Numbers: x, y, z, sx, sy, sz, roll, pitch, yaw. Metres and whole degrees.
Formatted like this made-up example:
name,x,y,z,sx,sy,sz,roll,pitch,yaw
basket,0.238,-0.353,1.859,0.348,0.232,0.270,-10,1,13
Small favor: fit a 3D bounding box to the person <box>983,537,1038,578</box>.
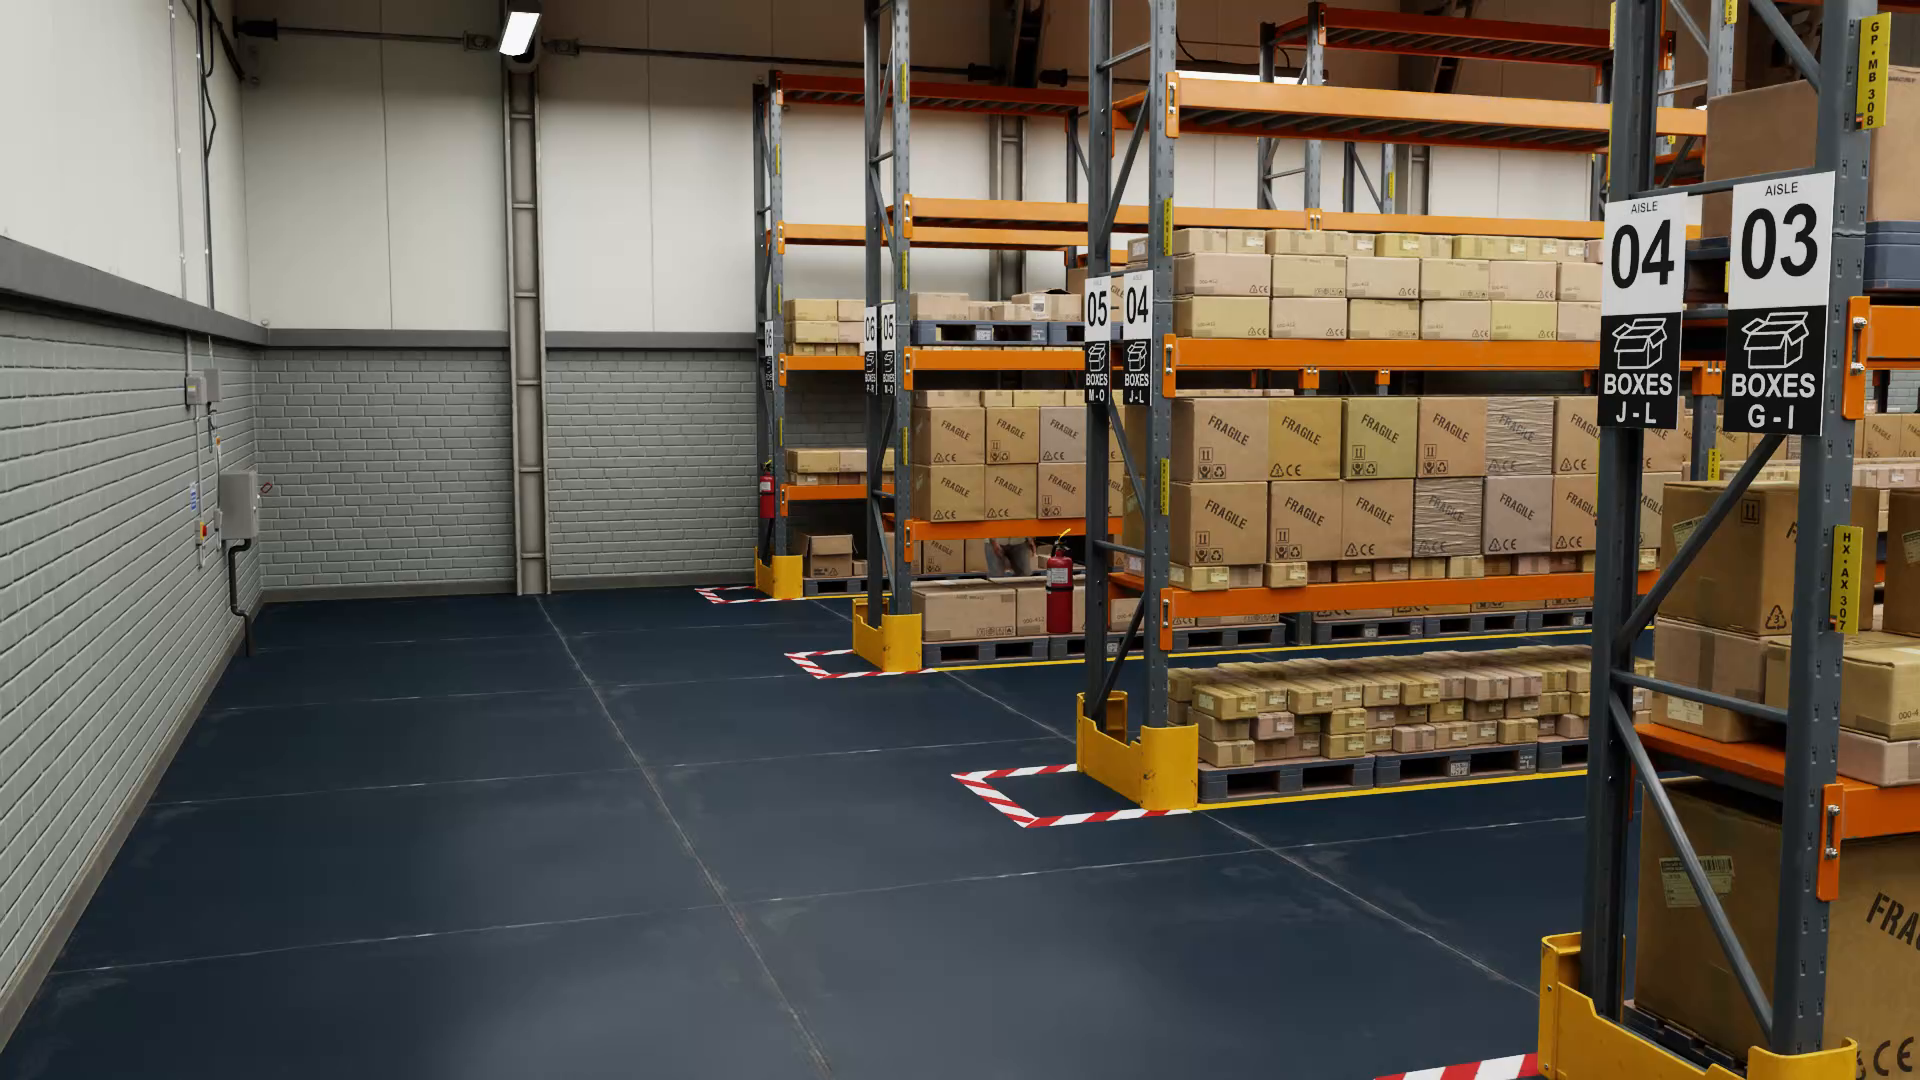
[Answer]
name,x,y,z,sx,sy,sz,roll,pitch,yaw
person,0.541,0.081,17.498,0.588,1.559,0.671,-2,6,-18
